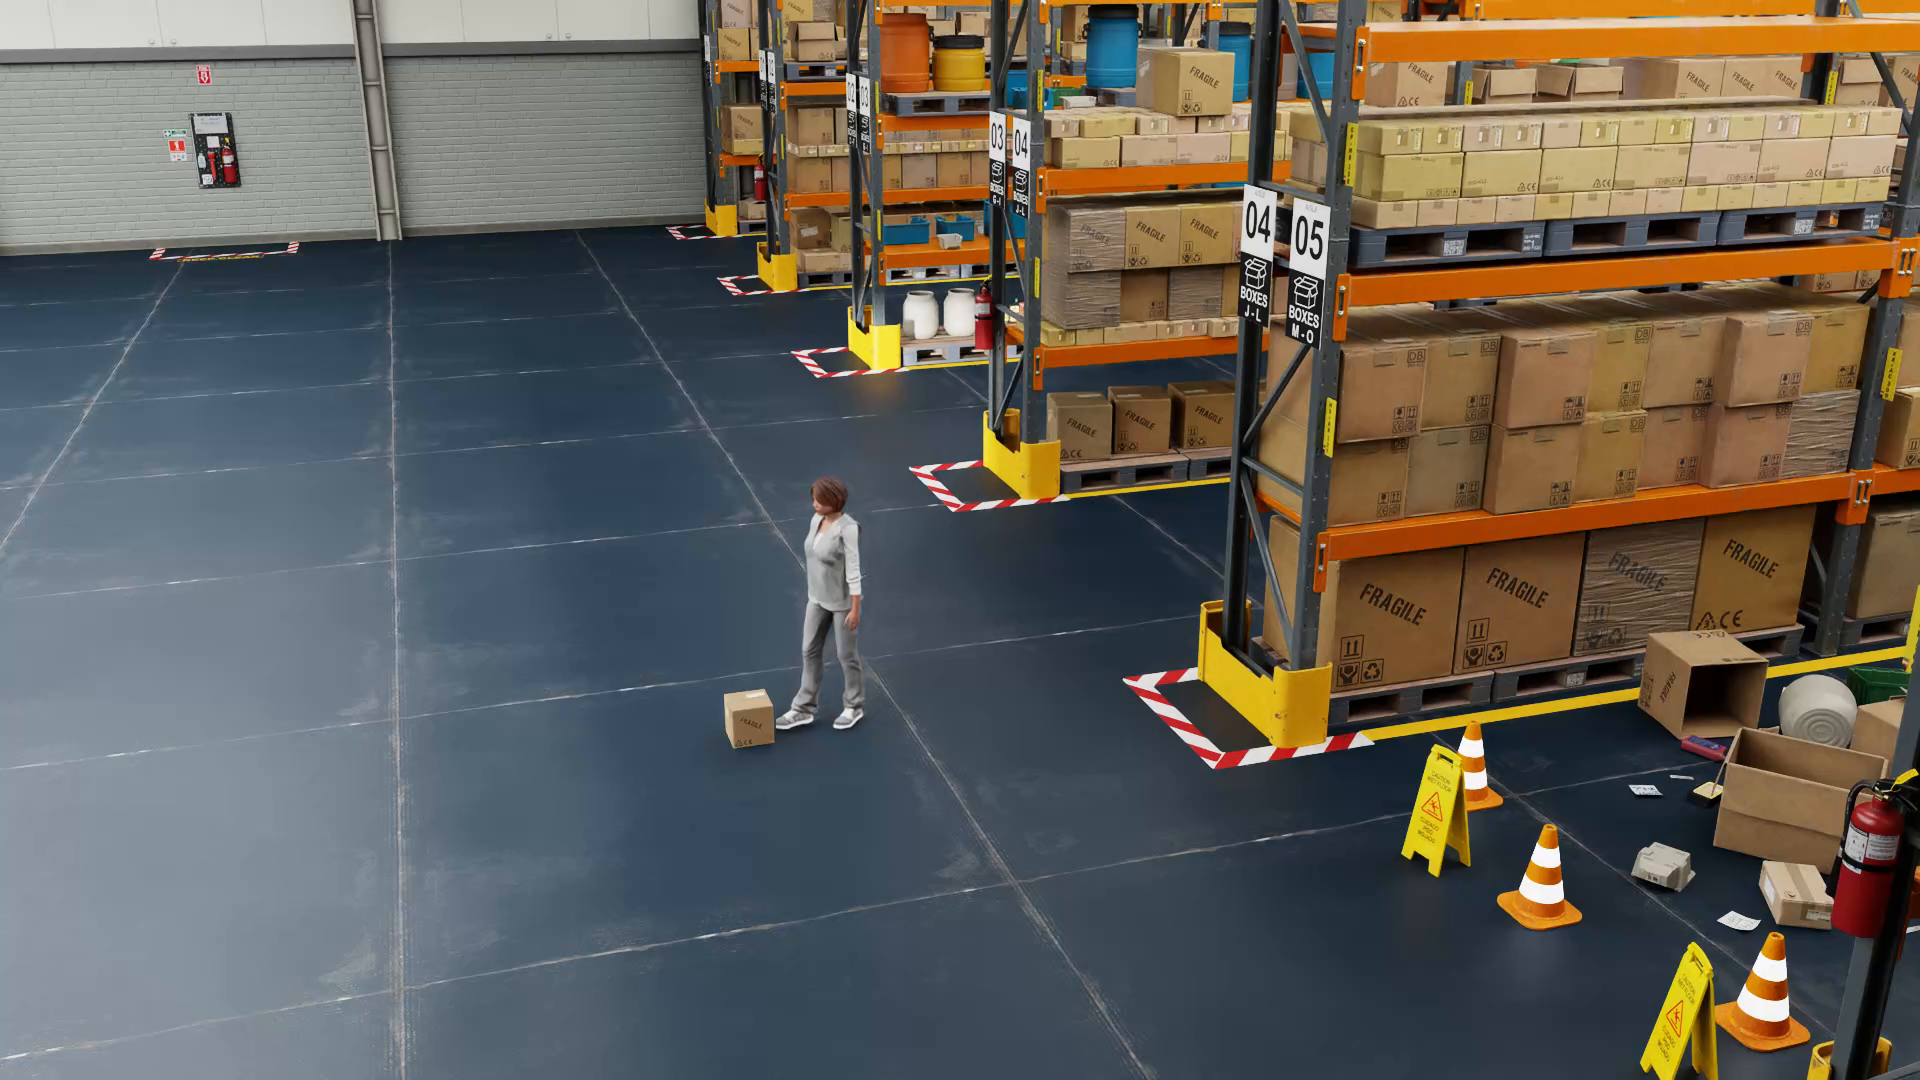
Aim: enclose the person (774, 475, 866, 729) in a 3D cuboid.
[{"bbox_3d":[-0.815,0.397,9.931,0.565,1.594,0.438,-18,27,-42],"label":"person"}]
